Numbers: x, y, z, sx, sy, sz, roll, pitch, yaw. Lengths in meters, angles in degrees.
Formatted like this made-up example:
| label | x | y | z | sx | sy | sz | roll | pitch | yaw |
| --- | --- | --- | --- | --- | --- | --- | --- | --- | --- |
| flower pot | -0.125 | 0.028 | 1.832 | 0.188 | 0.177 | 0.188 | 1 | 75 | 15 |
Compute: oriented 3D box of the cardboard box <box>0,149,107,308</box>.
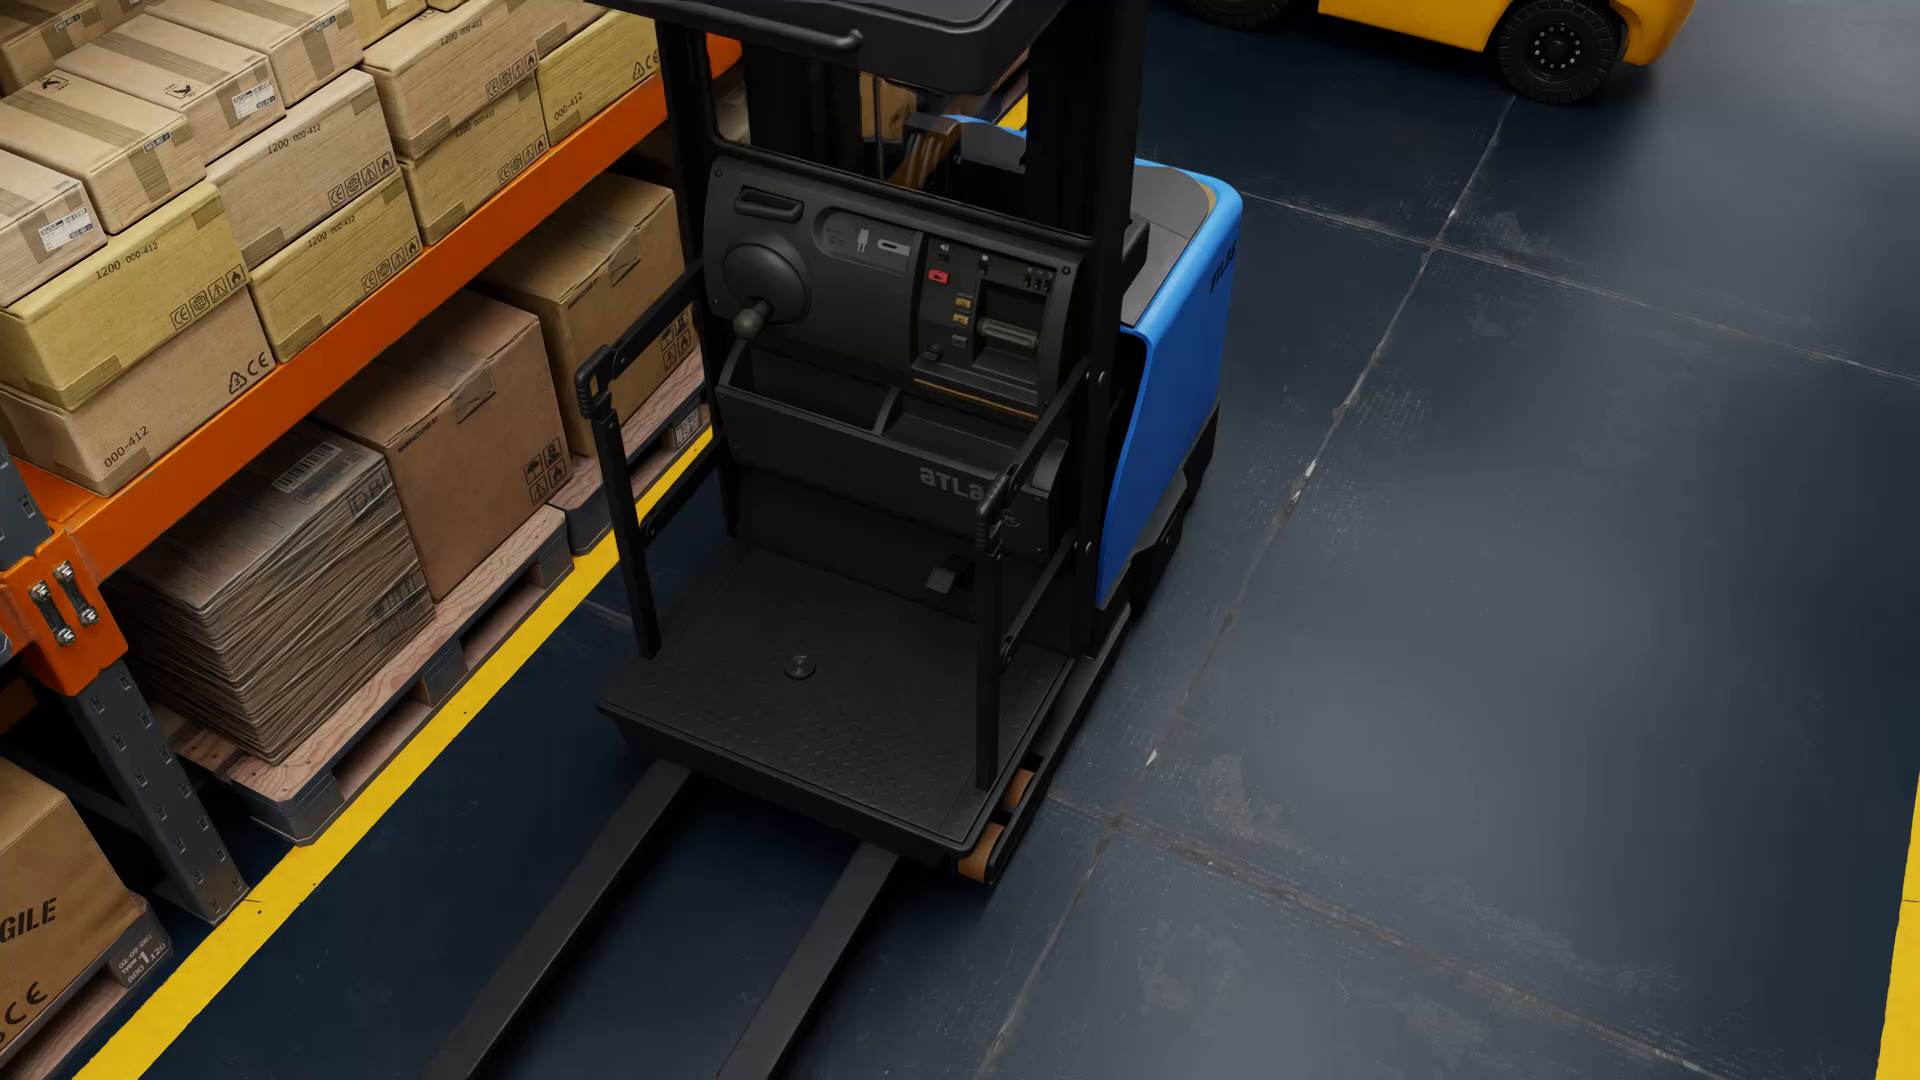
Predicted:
| label | x | y | z | sx | sy | sz | roll | pitch | yaw |
| --- | --- | --- | --- | --- | --- | --- | --- | --- | --- |
| cardboard box | -1.913 | -0.630 | 3.237 | 0.380 | 0.149 | 0.250 | 22 | 49 | 20 |

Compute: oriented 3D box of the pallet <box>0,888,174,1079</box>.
| label | x | y | z | sx | sy | sz | roll | pitch | yaw |
| --- | --- | --- | --- | --- | --- | --- | --- | --- | --- |
| pallet | -2.702 | 1.175 | 3.941 | 1.003 | 0.211 | 1.213 | 20 | 49 | 19 |

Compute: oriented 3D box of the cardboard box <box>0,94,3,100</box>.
| label | x | y | z | sx | sy | sz | roll | pitch | yaw |
| --- | --- | --- | --- | --- | --- | --- | --- | --- | --- |
| cardboard box | -2.328 | -1.000 | 3.603 | 0.380 | 0.149 | 0.250 | 22 | 49 | 20 |

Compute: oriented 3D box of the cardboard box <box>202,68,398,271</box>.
| label | x | y | z | sx | sy | sz | roll | pitch | yaw |
| --- | --- | --- | --- | --- | --- | --- | --- | --- | --- |
| cardboard box | -1.666 | -0.900 | 3.785 | 0.500 | 0.250 | 0.500 | 22 | 49 | 20 |

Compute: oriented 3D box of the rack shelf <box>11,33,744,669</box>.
| label | x | y | z | sx | sy | sz | roll | pitch | yaw |
| --- | --- | --- | --- | --- | --- | --- | --- | --- | --- |
| rack shelf | -1.394 | -1.270 | 4.902 | 1.077 | 0.370 | 4.000 | 20 | 49 | 19 |

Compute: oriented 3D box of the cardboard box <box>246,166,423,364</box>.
| label | x | y | z | sx | sy | sz | roll | pitch | yaw |
| --- | --- | --- | --- | --- | --- | --- | --- | --- | --- |
| cardboard box | -1.662 | -0.725 | 3.963 | 0.500 | 0.250 | 0.500 | 19 | 48 | 18 |

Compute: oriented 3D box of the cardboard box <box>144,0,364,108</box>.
| label | x | y | z | sx | sy | sz | roll | pitch | yaw |
| --- | --- | --- | --- | --- | --- | --- | --- | --- | --- |
| cardboard box | -1.584 | -1.138 | 3.739 | 0.380 | 0.149 | 0.250 | 21 | 49 | 19 |

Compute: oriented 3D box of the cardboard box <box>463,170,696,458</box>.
| label | x | y | z | sx | sy | sz | roll | pitch | yaw |
| --- | --- | --- | --- | --- | --- | --- | --- | --- | --- |
| cardboard box | -1.412 | -0.803 | 5.309 | 0.875 | 0.625 | 0.625 | 19 | 48 | 17 |

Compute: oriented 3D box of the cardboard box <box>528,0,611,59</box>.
| label | x | y | z | sx | sy | sz | roll | pitch | yaw |
| --- | --- | --- | --- | --- | --- | --- | --- | --- | --- |
| cardboard box | -1.193 | -1.554 | 4.431 | 0.500 | 0.250 | 0.500 | 21 | 49 | 20 |

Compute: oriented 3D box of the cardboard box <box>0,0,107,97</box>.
| label | x | y | z | sx | sy | sz | roll | pitch | yaw |
| --- | --- | --- | --- | --- | --- | --- | --- | --- | --- |
| cardboard box | -2.154 | -1.143 | 3.744 | 0.380 | 0.149 | 0.250 | 20 | 49 | 19 |

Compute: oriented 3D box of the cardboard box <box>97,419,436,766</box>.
| label | x | y | z | sx | sy | sz | roll | pitch | yaw |
| --- | --- | --- | --- | --- | --- | --- | --- | --- | --- |
| cardboard box | -2.020 | 0.035 | 4.480 | 0.875 | 0.625 | 0.625 | 22 | 49 | 20 |

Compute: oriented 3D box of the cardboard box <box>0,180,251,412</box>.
| label | x | y | z | sx | sy | sz | roll | pitch | yaw |
| --- | --- | --- | --- | --- | --- | --- | --- | --- | --- |
| cardboard box | -1.878 | -0.577 | 3.465 | 0.500 | 0.250 | 0.500 | 20 | 49 | 19 |

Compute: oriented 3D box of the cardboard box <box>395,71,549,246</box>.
| label | x | y | z | sx | sy | sz | roll | pitch | yaw |
| --- | --- | --- | --- | --- | --- | --- | --- | --- | --- |
| cardboard box | -1.429 | -1.051 | 4.286 | 0.500 | 0.250 | 0.500 | 19 | 48 | 18 |

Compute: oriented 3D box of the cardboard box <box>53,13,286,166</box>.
| label | x | y | z | sx | sy | sz | roll | pitch | yaw |
| --- | --- | --- | --- | --- | --- | --- | --- | --- | --- |
| cardboard box | -1.694 | -0.969 | 3.572 | 0.380 | 0.149 | 0.250 | 22 | 49 | 20 |

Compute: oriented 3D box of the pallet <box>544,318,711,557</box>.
| label | x | y | z | sx | sy | sz | roll | pitch | yaw |
| --- | --- | --- | --- | --- | --- | --- | --- | --- | --- |
| pallet | -1.338 | -0.555 | 5.650 | 1.003 | 0.211 | 1.213 | 20 | 49 | 19 |

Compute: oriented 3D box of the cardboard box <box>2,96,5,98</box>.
| label | x | y | z | sx | sy | sz | roll | pitch | yaw |
| --- | --- | --- | --- | --- | --- | --- | --- | --- | --- |
| cardboard box | -2.124 | -1.084 | 3.966 | 0.500 | 0.250 | 0.500 | 21 | 49 | 19 |

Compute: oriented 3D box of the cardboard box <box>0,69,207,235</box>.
| label | x | y | z | sx | sy | sz | roll | pitch | yaw |
| --- | --- | --- | --- | --- | --- | --- | --- | --- | --- |
| cardboard box | -1.791 | -0.799 | 3.404 | 0.380 | 0.149 | 0.250 | 21 | 49 | 20 |

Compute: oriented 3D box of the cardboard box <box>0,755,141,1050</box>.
| label | x | y | z | sx | sy | sz | roll | pitch | yaw |
| --- | --- | --- | --- | --- | --- | --- | --- | --- | --- |
| cardboard box | -2.328 | 0.805 | 3.808 | 0.500 | 0.500 | 0.500 | 22 | 49 | 20 |

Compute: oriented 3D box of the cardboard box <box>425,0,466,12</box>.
| label | x | y | z | sx | sy | sz | roll | pitch | yaw |
| --- | --- | --- | --- | --- | --- | --- | --- | --- | --- |
| cardboard box | -1.323 | -1.447 | 4.044 | 0.380 | 0.149 | 0.250 | 21 | 49 | 20 |

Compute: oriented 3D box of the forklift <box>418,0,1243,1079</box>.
| label | x | y | z | sx | sy | sz | roll | pitch | yaw |
| --- | --- | --- | --- | --- | --- | --- | --- | --- | --- |
| forklift | -0.266 | -0.496 | 3.680 | 1.130 | 2.935 | 3.031 | 19 | 48 | 18 |

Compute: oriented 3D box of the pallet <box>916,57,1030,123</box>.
| label | x | y | z | sx | sy | sz | roll | pitch | yaw |
| --- | --- | --- | --- | --- | --- | --- | --- | --- | --- |
| pallet | -0.059 | -2.290 | 7.365 | 1.003 | 0.211 | 1.213 | 20 | 49 | 19 |

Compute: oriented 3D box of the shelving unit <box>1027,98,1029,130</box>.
| label | x | y | z | sx | sy | sz | roll | pitch | yaw |
| --- | --- | --- | --- | --- | --- | --- | --- | --- | --- |
| shelving unit | 0.352 | -0.950 | 5.346 | 0.258 | 1.200 | 0.189 | 19 | 48 | 18 |

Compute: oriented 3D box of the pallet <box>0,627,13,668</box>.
| label | x | y | z | sx | sy | sz | roll | pitch | yaw |
| --- | --- | --- | --- | --- | --- | --- | --- | --- | --- |
| pallet | -2.575 | 0.254 | 3.025 | 1.213 | 0.211 | 1.003 | 20 | 49 | 19 |

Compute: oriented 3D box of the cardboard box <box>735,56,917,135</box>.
| label | x | y | z | sx | sy | sz | roll | pitch | yaw |
| --- | --- | --- | --- | --- | --- | --- | --- | --- | --- |
| cardboard box | -0.698 | -1.764 | 6.258 | 0.875 | 0.625 | 0.625 | 23 | 50 | 21 |

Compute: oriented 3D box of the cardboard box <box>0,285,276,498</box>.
| label | x | y | z | sx | sy | sz | roll | pitch | yaw |
| --- | --- | --- | --- | --- | --- | --- | --- | --- | --- |
| cardboard box | -1.900 | -0.409 | 3.651 | 0.500 | 0.250 | 0.500 | 21 | 49 | 19 |

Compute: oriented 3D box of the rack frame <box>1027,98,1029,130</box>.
| label | x | y | z | sx | sy | sz | roll | pitch | yaw |
| --- | --- | --- | --- | --- | --- | --- | --- | --- | --- |
| rack frame | 0.313 | -0.891 | 5.287 | 0.240 | 1.200 | 0.006 | 19 | 48 | 18 |

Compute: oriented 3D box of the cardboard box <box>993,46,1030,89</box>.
| label | x | y | z | sx | sy | sz | roll | pitch | yaw |
| --- | --- | --- | --- | --- | --- | --- | --- | --- | --- |
| cardboard box | 0.053 | -2.160 | 6.913 | 0.500 | 0.250 | 0.500 | 21 | 49 | 19 |

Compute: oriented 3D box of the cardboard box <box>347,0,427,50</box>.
| label | x | y | z | sx | sy | sz | roll | pitch | yaw |
| --- | --- | --- | --- | --- | --- | --- | --- | --- | --- |
| cardboard box | -1.494 | -1.306 | 3.905 | 0.380 | 0.149 | 0.250 | 21 | 49 | 19 |

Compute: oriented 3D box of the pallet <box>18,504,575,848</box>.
| label | x | y | z | sx | sy | sz | roll | pitch | yaw |
| --- | --- | --- | --- | --- | --- | --- | --- | --- | --- |
| pallet | -1.905 | 0.211 | 4.893 | 1.003 | 0.211 | 1.213 | 20 | 49 | 19 |

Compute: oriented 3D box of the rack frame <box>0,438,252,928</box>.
| label | x | y | z | sx | sy | sz | roll | pitch | yaw |
| --- | --- | --- | --- | --- | --- | --- | --- | --- | --- |
| rack frame | -2.322 | -0.263 | 3.401 | 1.000 | 3.000 | 0.127 | 20 | 49 | 19 |

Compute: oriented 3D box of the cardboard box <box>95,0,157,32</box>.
| label | x | y | z | sx | sy | sz | roll | pitch | yaw |
| --- | --- | --- | --- | --- | --- | --- | --- | --- | --- |
| cardboard box | -2.101 | -1.321 | 3.920 | 0.380 | 0.149 | 0.250 | 20 | 49 | 18 |

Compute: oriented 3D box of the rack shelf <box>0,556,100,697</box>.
| label | x | y | z | sx | sy | sz | roll | pitch | yaw |
| --- | --- | --- | --- | --- | --- | --- | --- | --- | --- |
| rack shelf | -3.251 | 1.250 | 2.412 | 1.077 | 0.370 | 4.000 | 20 | 49 | 19 |

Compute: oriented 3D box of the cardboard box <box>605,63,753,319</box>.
| label | x | y | z | sx | sy | sz | roll | pitch | yaw |
| --- | --- | --- | --- | --- | --- | --- | --- | --- | --- |
| cardboard box | -1.065 | -1.277 | 5.778 | 0.875 | 0.625 | 0.625 | 20 | 49 | 19 |

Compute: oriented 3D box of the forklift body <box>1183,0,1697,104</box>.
| label | x | y | z | sx | sy | sz | roll | pitch | yaw |
| --- | --- | --- | --- | --- | --- | --- | --- | --- | --- |
| forklift body | 2.127 | -3.208 | 6.908 | 2.313 | 2.155 | 1.214 | 20 | 49 | 19 |

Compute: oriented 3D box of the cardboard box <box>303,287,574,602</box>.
| label | x | y | z | sx | sy | sz | roll | pitch | yaw |
| --- | --- | --- | --- | --- | --- | --- | --- | --- | --- |
| cardboard box | -1.724 | -0.379 | 4.890 | 0.875 | 0.625 | 0.625 | 22 | 49 | 20 |

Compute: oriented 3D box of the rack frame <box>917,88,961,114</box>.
| label | x | y | z | sx | sy | sz | roll | pitch | yaw |
| --- | --- | --- | --- | --- | --- | --- | --- | --- | --- |
| rack frame | -0.465 | -2.783 | 5.892 | 1.000 | 3.000 | 0.127 | 20 | 49 | 19 |

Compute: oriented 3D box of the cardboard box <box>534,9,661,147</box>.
| label | x | y | z | sx | sy | sz | roll | pitch | yaw |
| --- | --- | --- | --- | --- | --- | --- | --- | --- | --- |
| cardboard box | -1.187 | -1.378 | 4.608 | 0.500 | 0.250 | 0.500 | 22 | 49 | 20 |

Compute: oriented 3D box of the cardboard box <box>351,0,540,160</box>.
| label | x | y | z | sx | sy | sz | roll | pitch | yaw |
| --- | --- | --- | --- | --- | --- | --- | --- | --- | --- |
| cardboard box | -1.407 | -1.224 | 4.105 | 0.500 | 0.250 | 0.500 | 19 | 48 | 18 |
